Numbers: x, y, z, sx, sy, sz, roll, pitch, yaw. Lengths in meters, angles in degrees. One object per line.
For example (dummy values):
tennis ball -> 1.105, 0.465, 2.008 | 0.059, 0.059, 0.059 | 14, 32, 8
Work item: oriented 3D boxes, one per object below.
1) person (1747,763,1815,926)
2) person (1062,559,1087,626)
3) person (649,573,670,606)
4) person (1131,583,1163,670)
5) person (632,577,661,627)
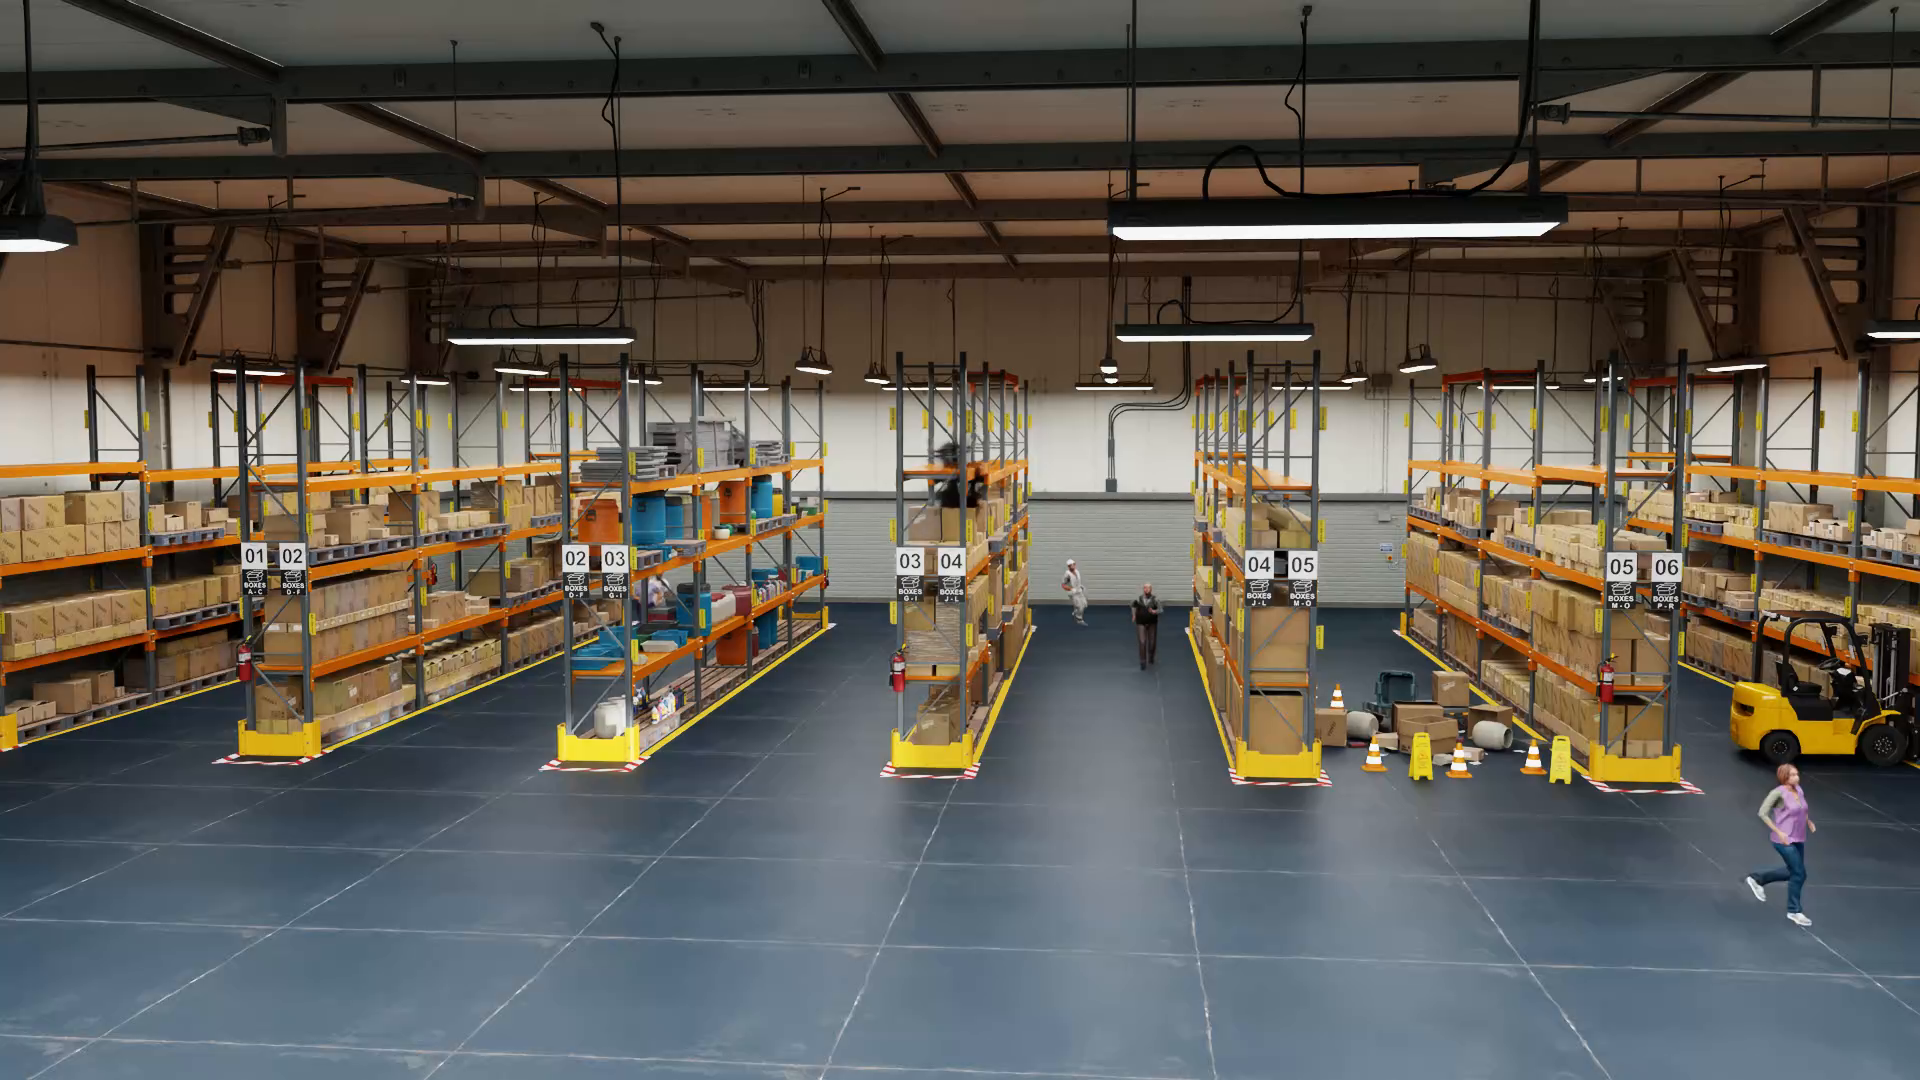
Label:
person -> 8.302, 3.033, 16.779 | 0.533, 1.589, 0.687 | -2, 5, -31
person -> 2.775, 1.275, 40.482 | 0.591, 1.656, 0.795 | 4, 6, 45
person -> -6.977, 1.445, 38.356 | 0.560, 1.655, 0.560 | 0, 4, -6
person -> 3.783, 1.728, 33.675 | 0.657, 1.703, 0.971 | 0, 4, 7
person -> -6.994, 1.561, 37.018 | 0.577, 1.676, 0.697 | 0, 4, 3
